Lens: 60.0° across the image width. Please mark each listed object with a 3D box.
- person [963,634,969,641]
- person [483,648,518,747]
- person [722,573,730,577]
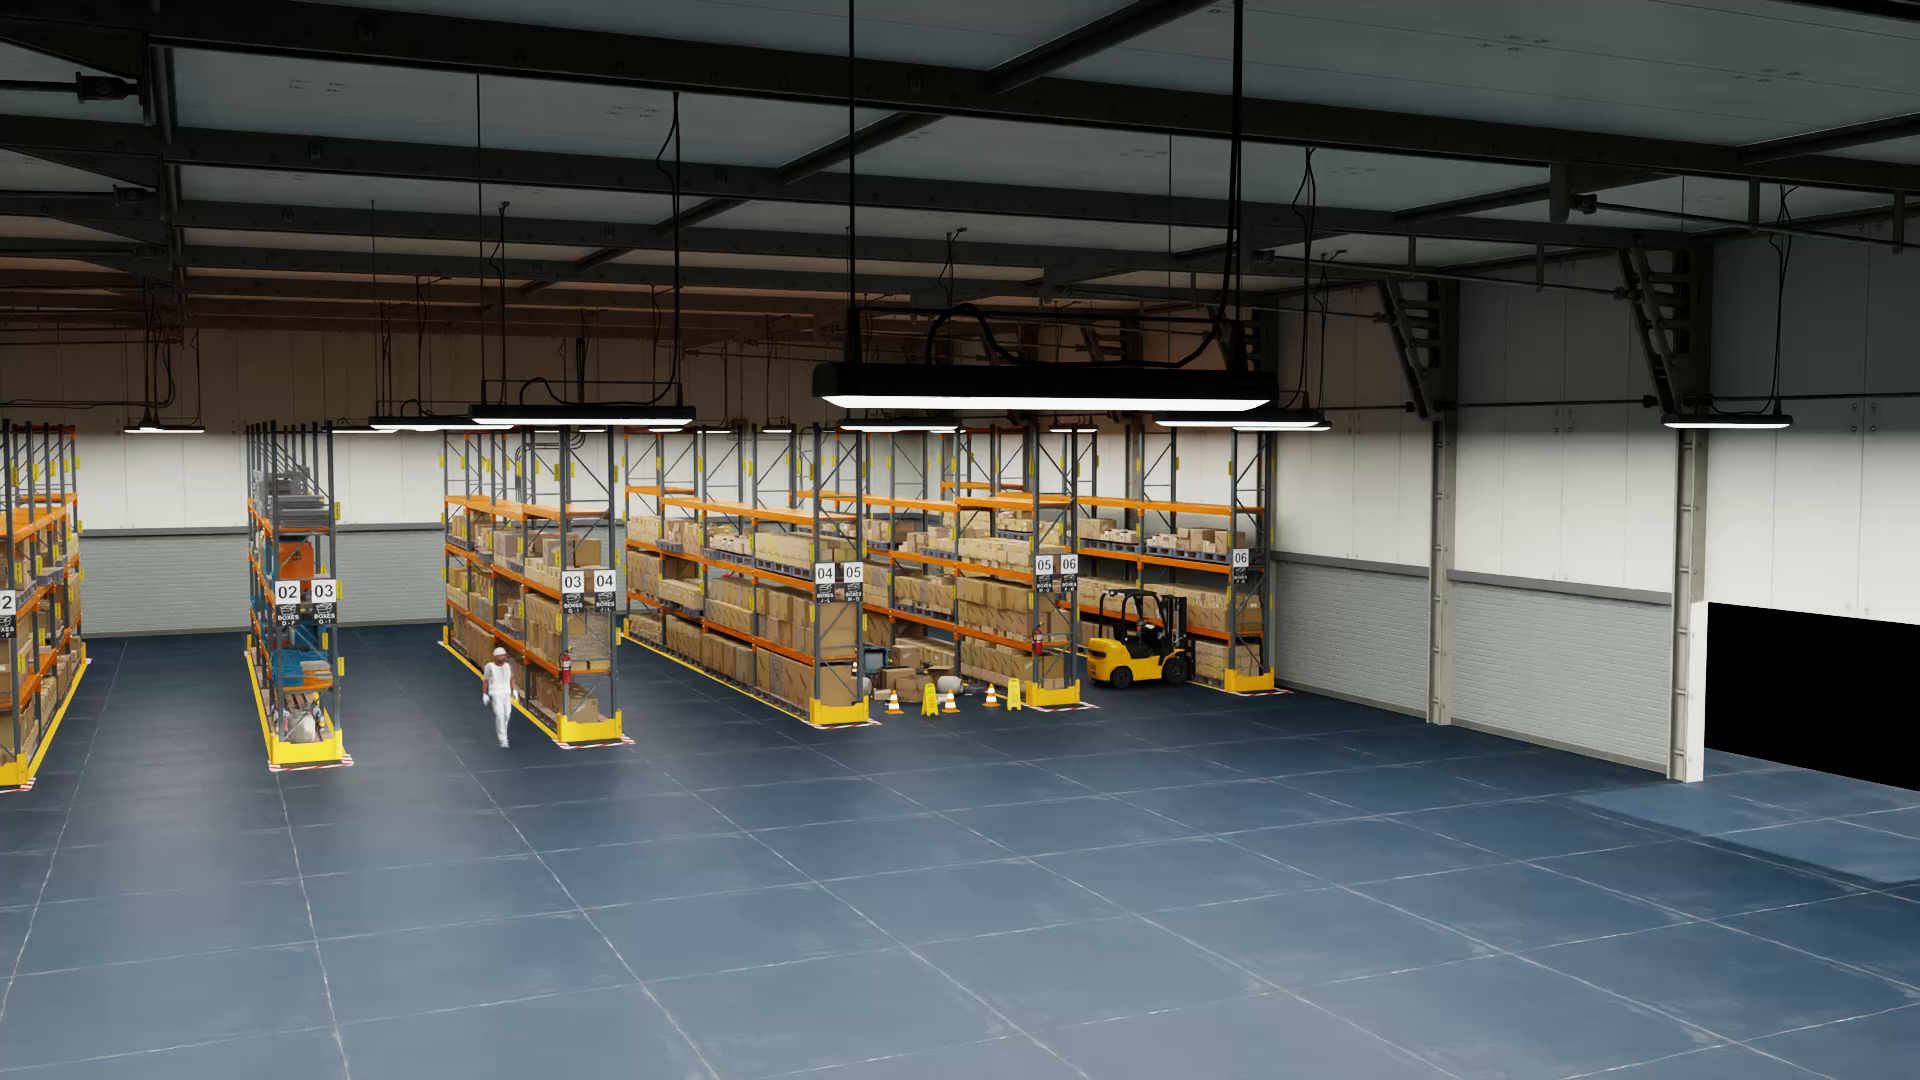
[{"bbox_3d":[0.334,2.188,43.209,0.590,1.687,0.600,3,5,42],"label":"person"},{"bbox_3d":[-8.482,2.917,30.926,0.700,1.806,0.581,3,5,42],"label":"person"},{"bbox_3d":[-6.674,1.836,47.909,0.472,1.791,0.604,1,4,16],"label":"person"}]
